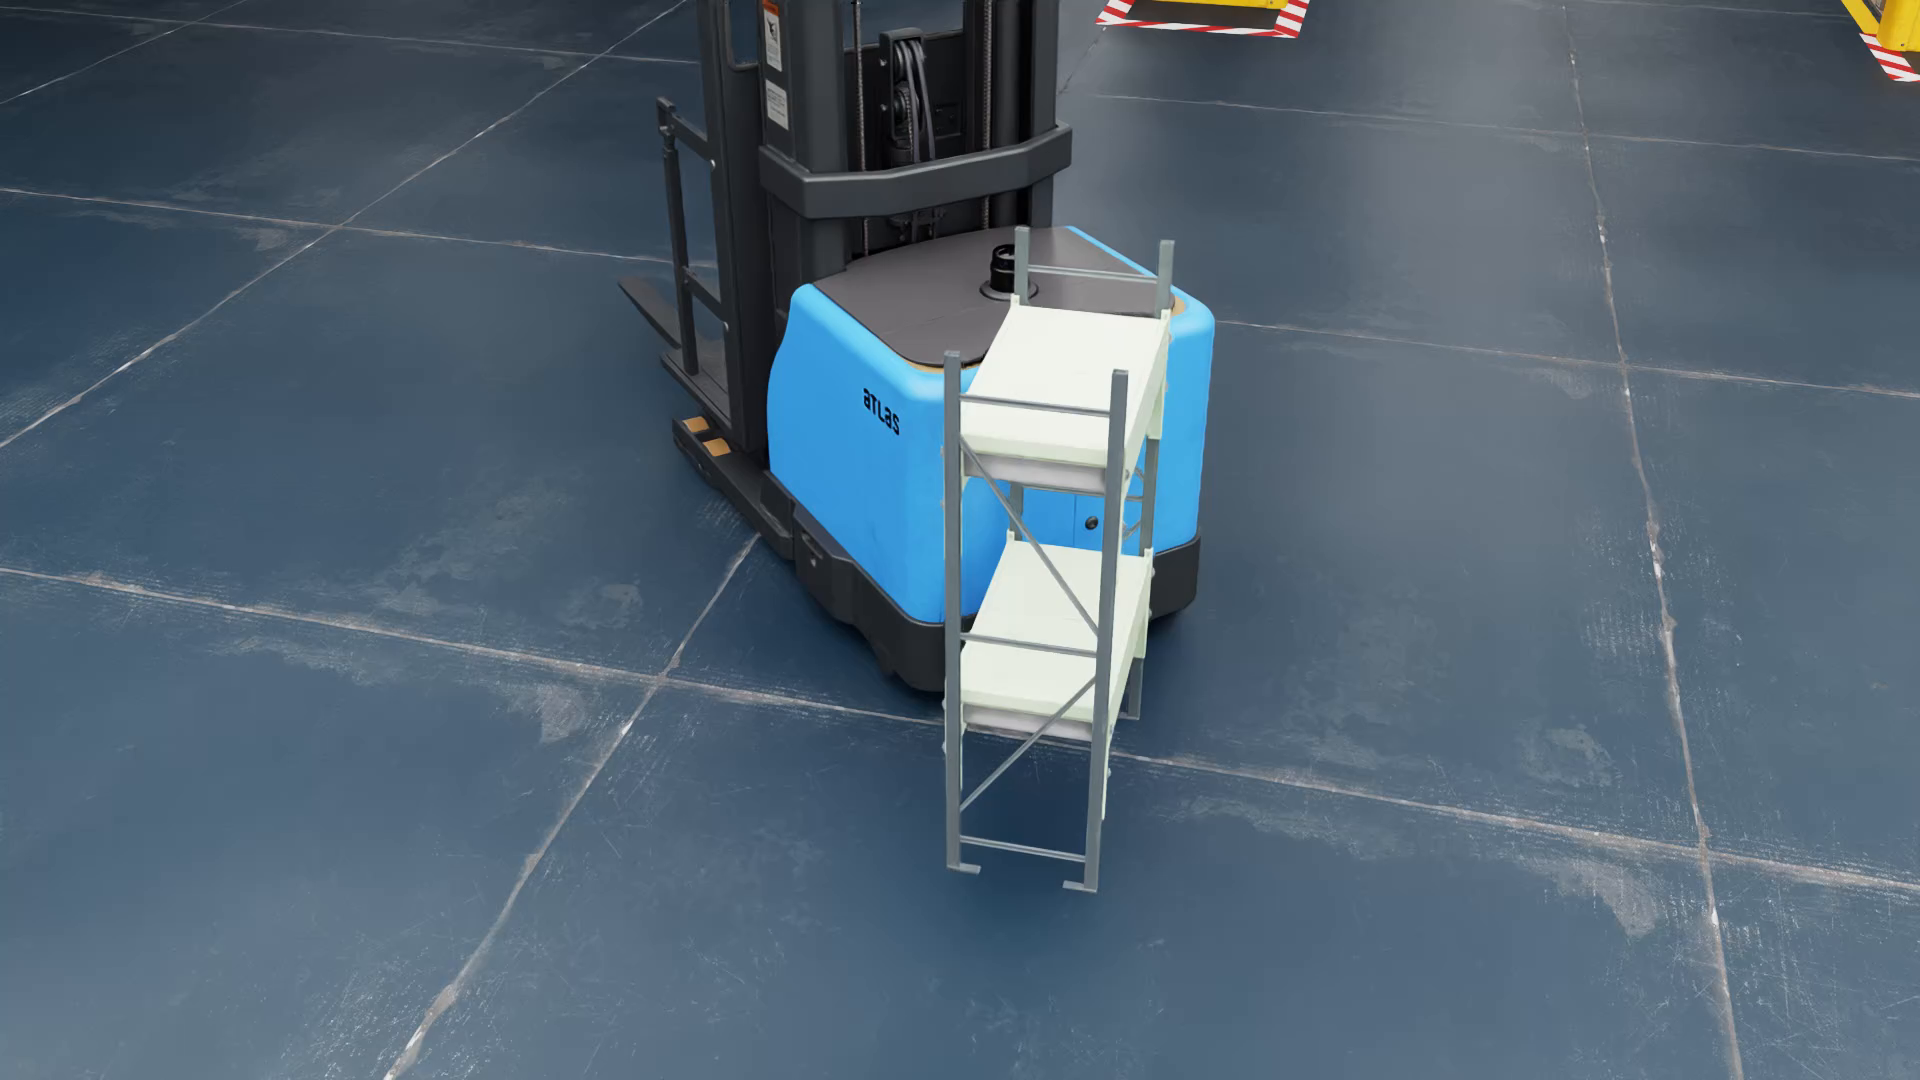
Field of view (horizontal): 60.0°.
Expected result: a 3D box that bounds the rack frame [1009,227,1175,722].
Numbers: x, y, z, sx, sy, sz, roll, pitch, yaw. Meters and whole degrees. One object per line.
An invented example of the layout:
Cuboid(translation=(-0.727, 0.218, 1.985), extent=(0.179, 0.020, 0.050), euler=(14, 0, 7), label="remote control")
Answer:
Cuboid(translation=(0.335, -0.128, 4.553), extent=(0.400, 1.500, 0.023), euler=(7, 33, 12), label="rack frame")

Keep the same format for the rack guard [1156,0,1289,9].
Cuboid(translation=(1.733, -4.061, 11.672), extent=(1.175, 0.500, 0.348), euler=(8, 33, 12), label="rack guard")

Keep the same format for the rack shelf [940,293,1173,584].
Cuboid(translation=(0.248, -0.267, 4.044), extent=(0.431, 0.370, 0.720), euler=(7, 33, 12), label="rack shelf")

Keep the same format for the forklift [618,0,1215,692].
Cuboid(translation=(-0.413, -1.550, 5.456), extent=(1.130, 2.935, 3.031), euler=(-17, 36, -25), label="forklift")

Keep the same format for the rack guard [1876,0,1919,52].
Cuboid(translation=(6.569, -3.380, 10.601), extent=(1.175, 0.500, 0.348), euler=(8, 33, 12), label="rack guard")

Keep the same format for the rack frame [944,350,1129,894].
Cuboid(translation=(0.162, 0.253, 3.953), extent=(0.400, 1.500, 0.023), euler=(7, 33, 12), label="rack frame")

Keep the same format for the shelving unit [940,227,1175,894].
Cuboid(translation=(0.248, 0.063, 4.253), extent=(0.431, 1.500, 0.755), euler=(7, 33, 12), label="shelving unit")

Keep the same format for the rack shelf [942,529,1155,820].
Cuboid(translation=(0.248, 0.338, 4.428), extent=(0.431, 0.370, 0.720), euler=(7, 33, 12), label="rack shelf")

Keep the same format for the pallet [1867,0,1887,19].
Cuboid(translation=(6.809, -3.675, 11.334), extent=(1.003, 0.211, 1.213), euler=(8, 33, 12), label="pallet")
